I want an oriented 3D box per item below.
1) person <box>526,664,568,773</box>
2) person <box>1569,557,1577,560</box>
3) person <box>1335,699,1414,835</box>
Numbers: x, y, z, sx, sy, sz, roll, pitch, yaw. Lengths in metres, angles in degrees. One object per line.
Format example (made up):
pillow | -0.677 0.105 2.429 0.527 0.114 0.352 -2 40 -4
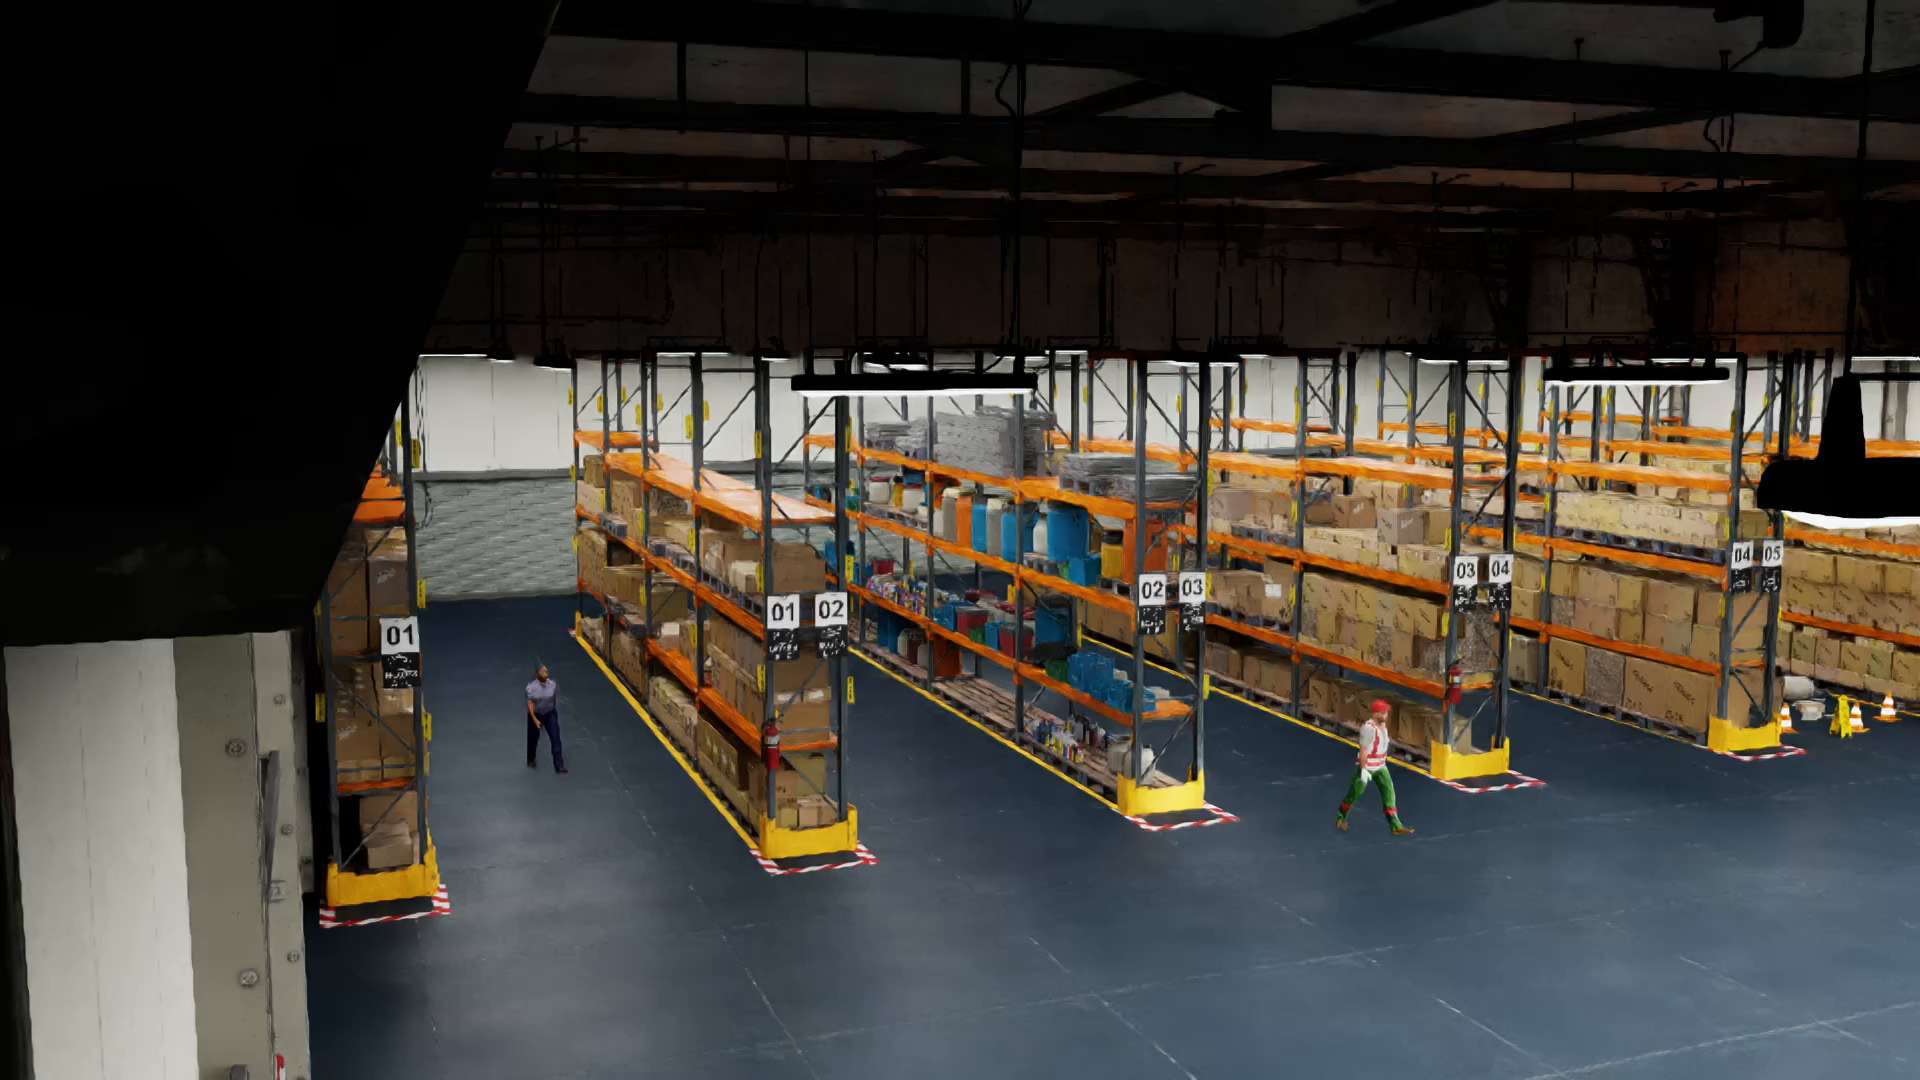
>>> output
person | -6.033 2.559 24.012 0.478 1.575 0.999 -4 8 -29
person | 12.365 1.240 33.749 0.583 1.786 0.658 0 7 3
person | 5.245 2.864 21.055 0.596 1.746 0.969 -7 10 -43
